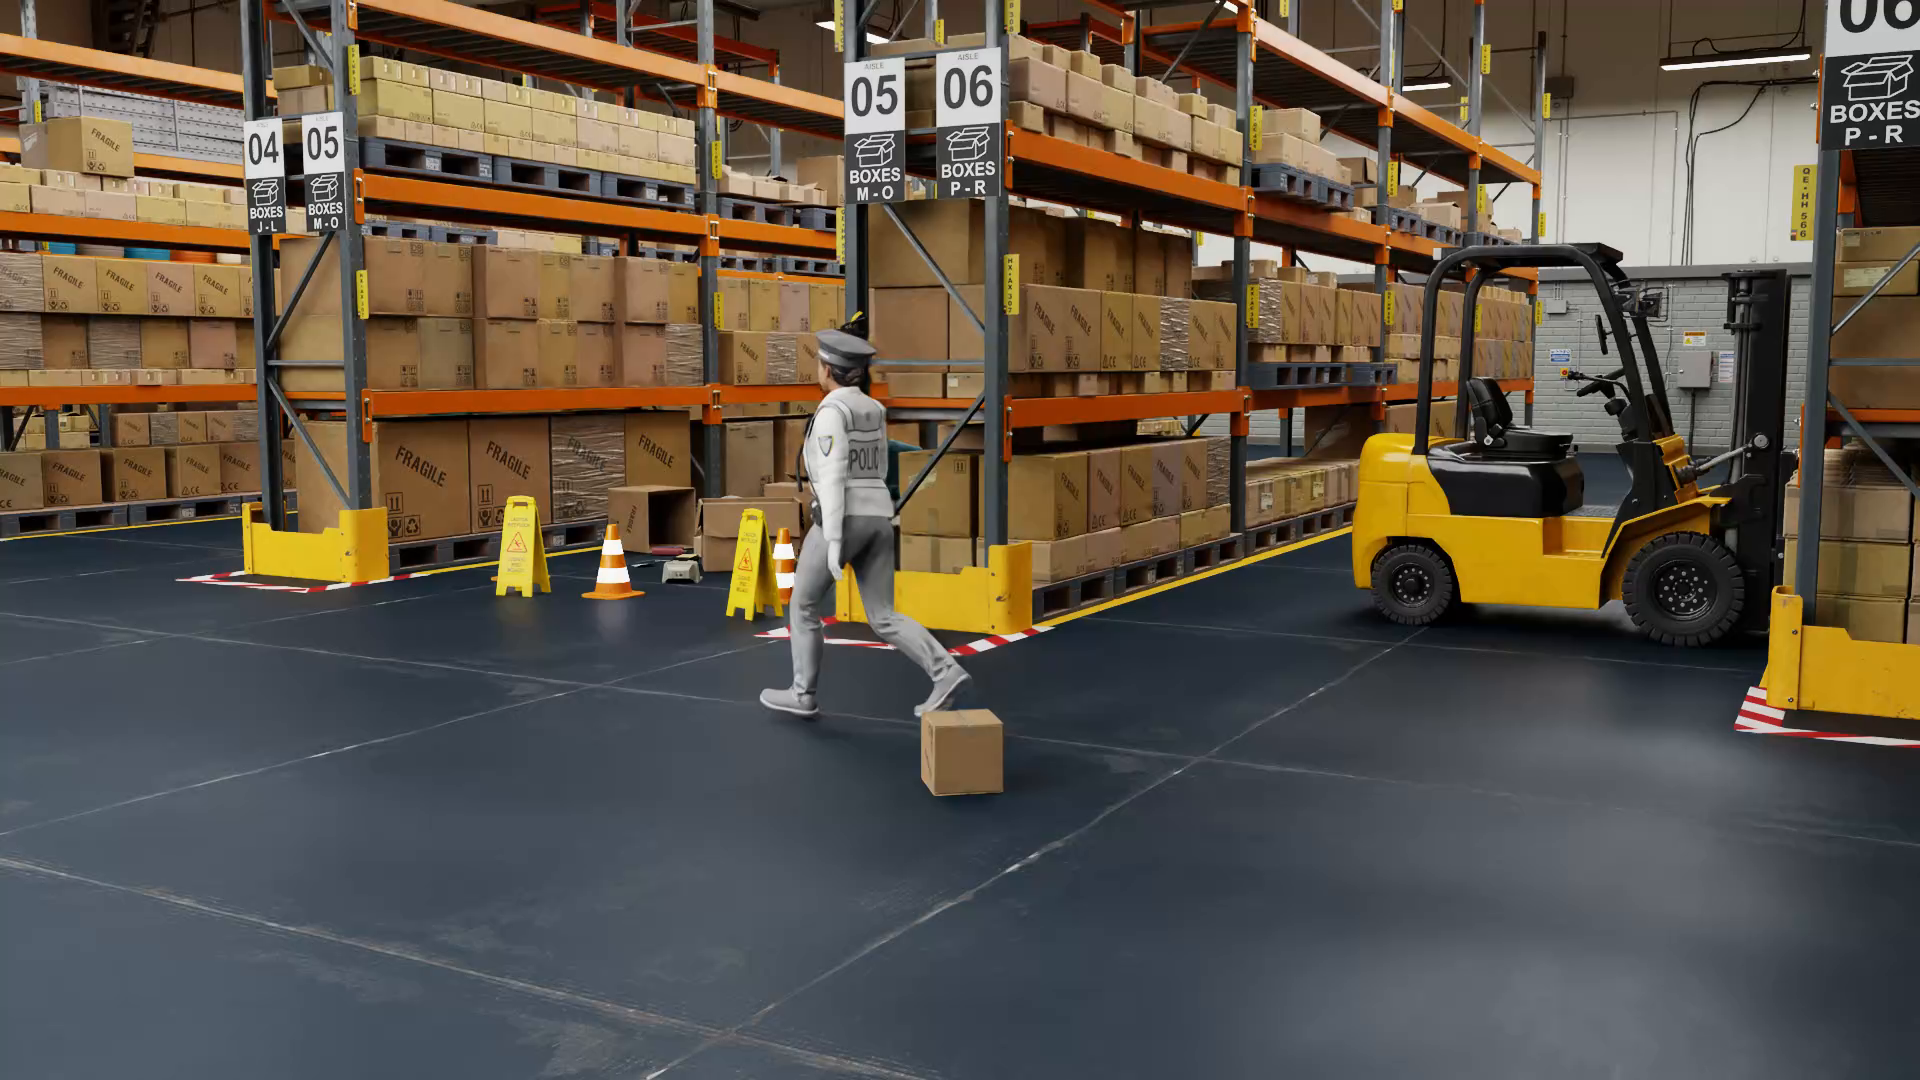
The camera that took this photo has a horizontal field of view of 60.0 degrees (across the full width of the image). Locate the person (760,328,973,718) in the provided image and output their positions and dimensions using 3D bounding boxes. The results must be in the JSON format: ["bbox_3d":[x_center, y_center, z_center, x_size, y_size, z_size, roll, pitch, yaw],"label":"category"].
[{"bbox_3d":[-0.406,-0.056,6.861,0.999,1.628,0.552,4,7,35],"label":"person"}]
